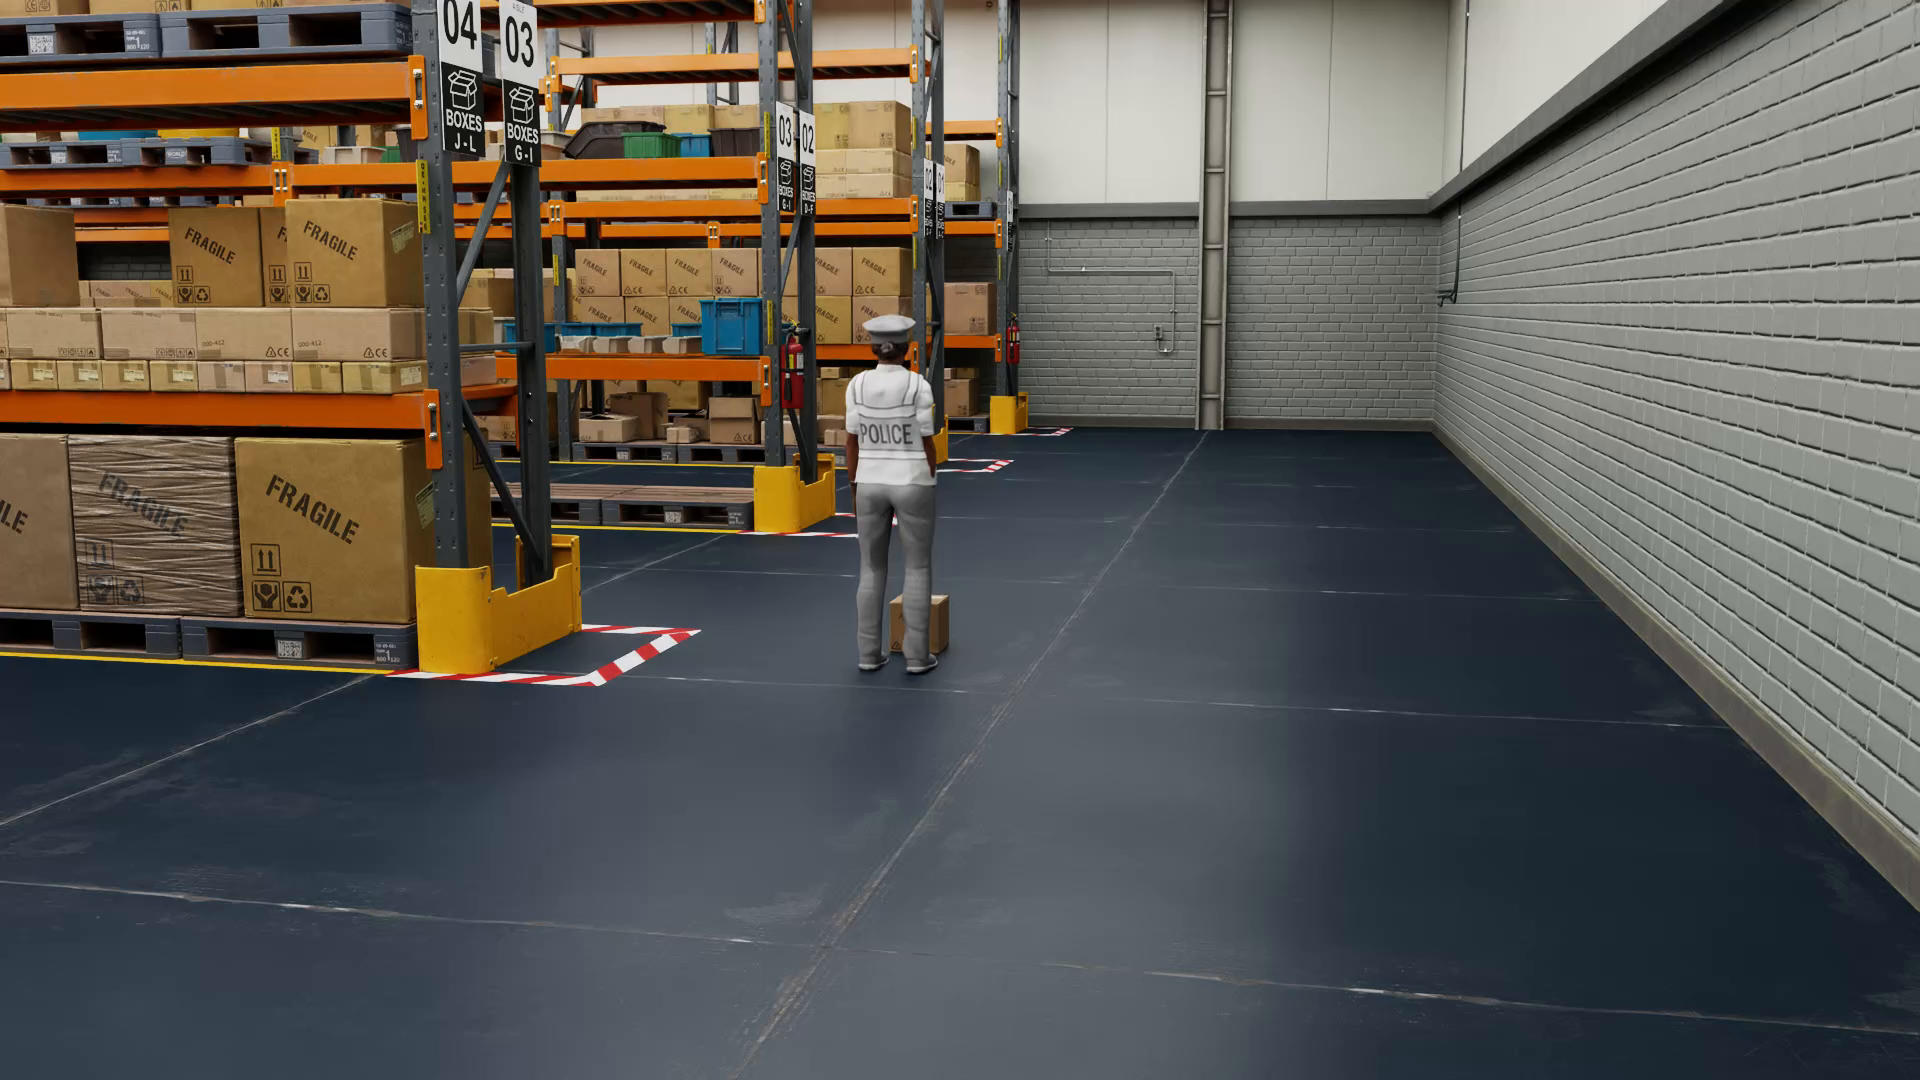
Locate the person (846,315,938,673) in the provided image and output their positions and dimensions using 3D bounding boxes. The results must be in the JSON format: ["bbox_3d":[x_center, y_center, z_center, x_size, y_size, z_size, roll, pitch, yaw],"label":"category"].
[{"bbox_3d":[-0.318,-0.215,7.821,0.438,1.672,0.341,2,8,12],"label":"person"}]
